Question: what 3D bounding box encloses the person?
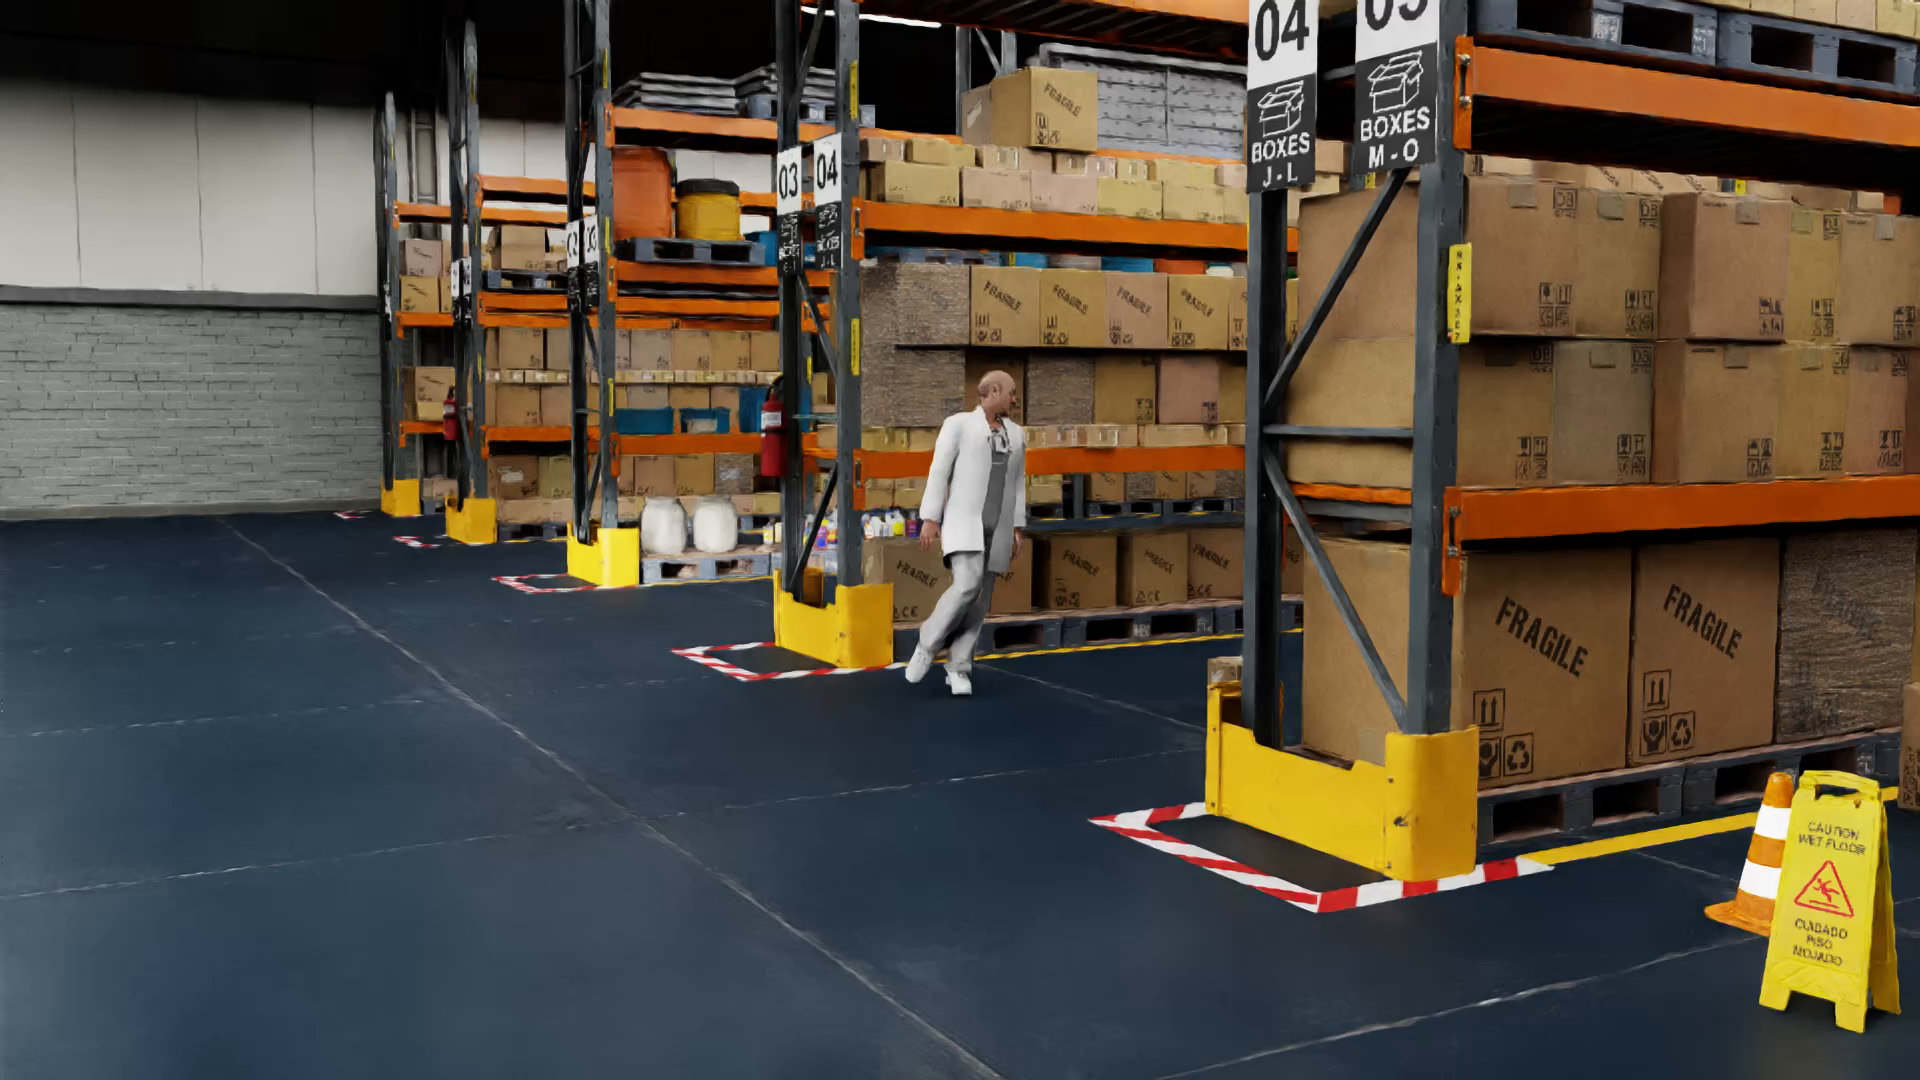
[{"bbox_3d":[0.078,-0.052,9.168,0.765,1.770,0.490,-3,6,-30],"label":"person"}]
